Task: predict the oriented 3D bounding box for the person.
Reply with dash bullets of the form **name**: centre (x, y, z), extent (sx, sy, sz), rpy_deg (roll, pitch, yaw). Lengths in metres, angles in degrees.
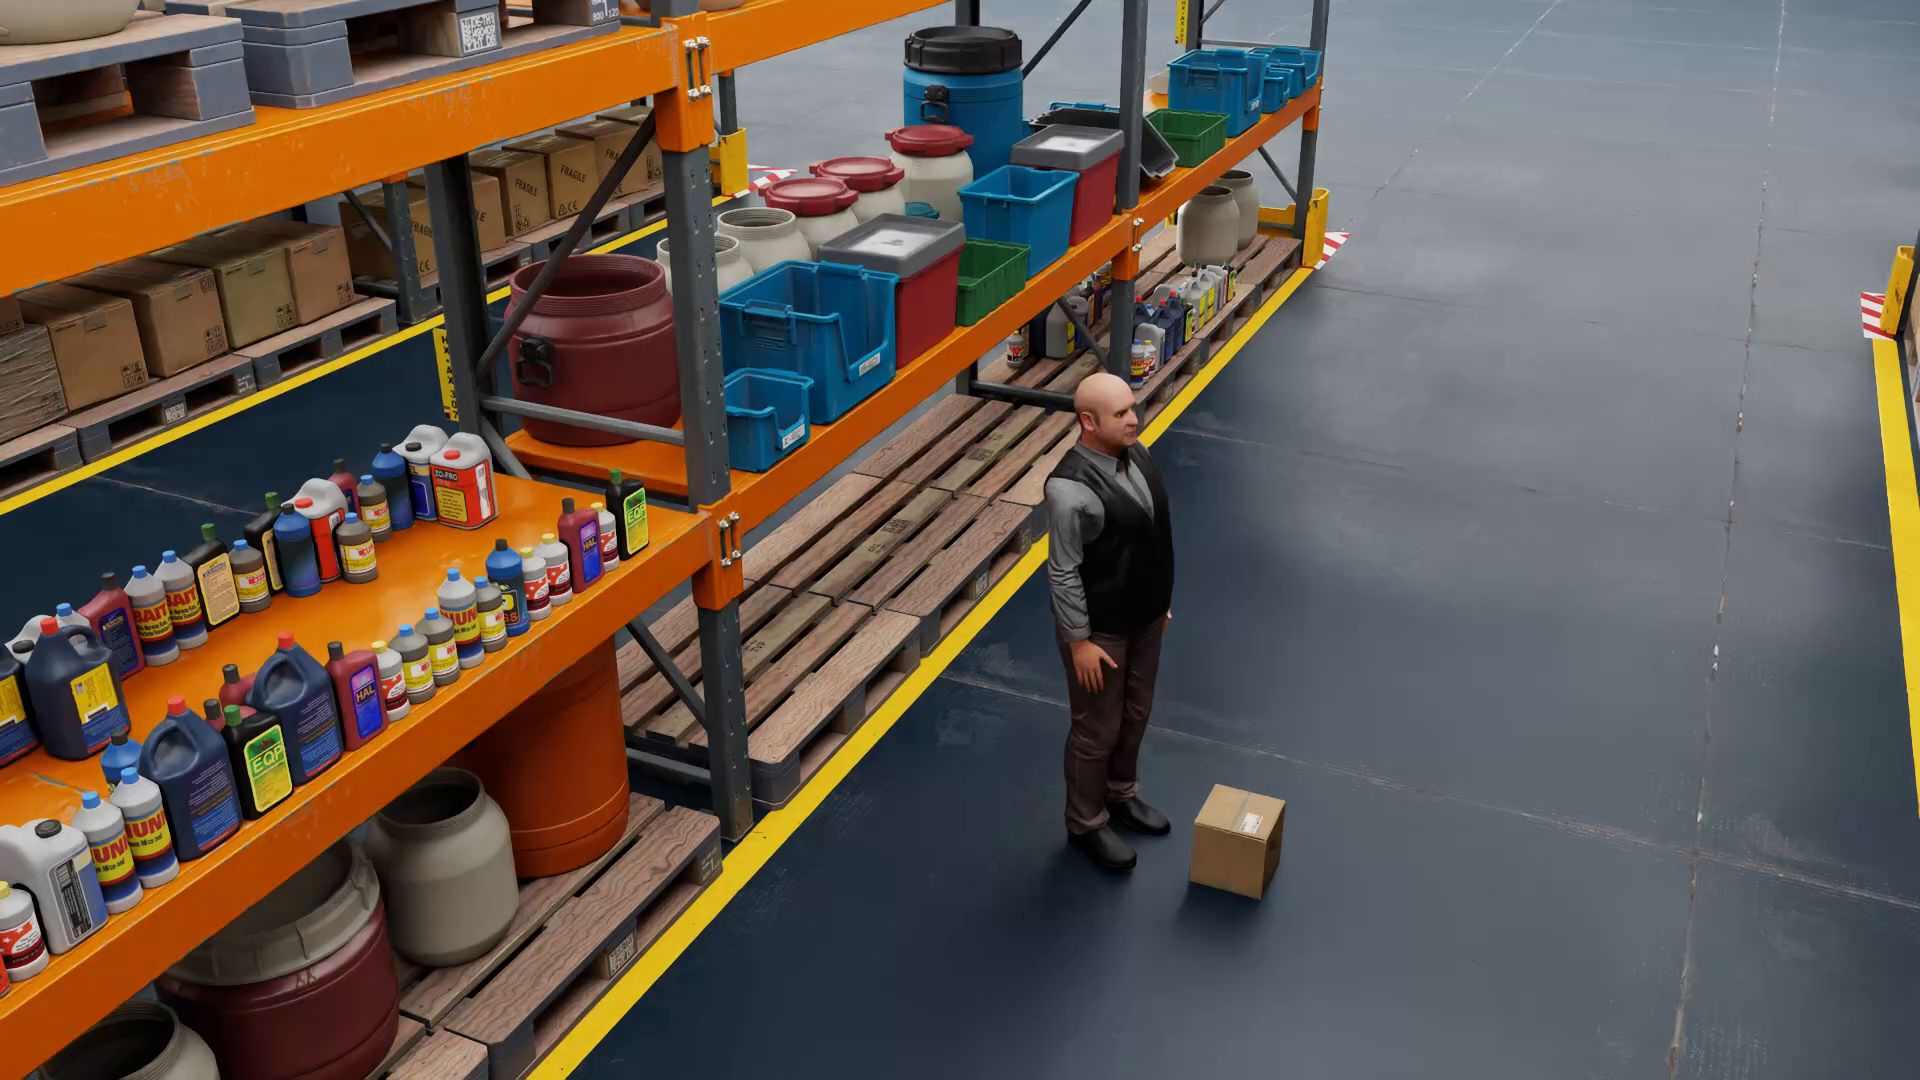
- **person**: centre (0.508, 0.283, 5.537), extent (0.401, 1.749, 0.563), rpy_deg (19, 32, 33)
